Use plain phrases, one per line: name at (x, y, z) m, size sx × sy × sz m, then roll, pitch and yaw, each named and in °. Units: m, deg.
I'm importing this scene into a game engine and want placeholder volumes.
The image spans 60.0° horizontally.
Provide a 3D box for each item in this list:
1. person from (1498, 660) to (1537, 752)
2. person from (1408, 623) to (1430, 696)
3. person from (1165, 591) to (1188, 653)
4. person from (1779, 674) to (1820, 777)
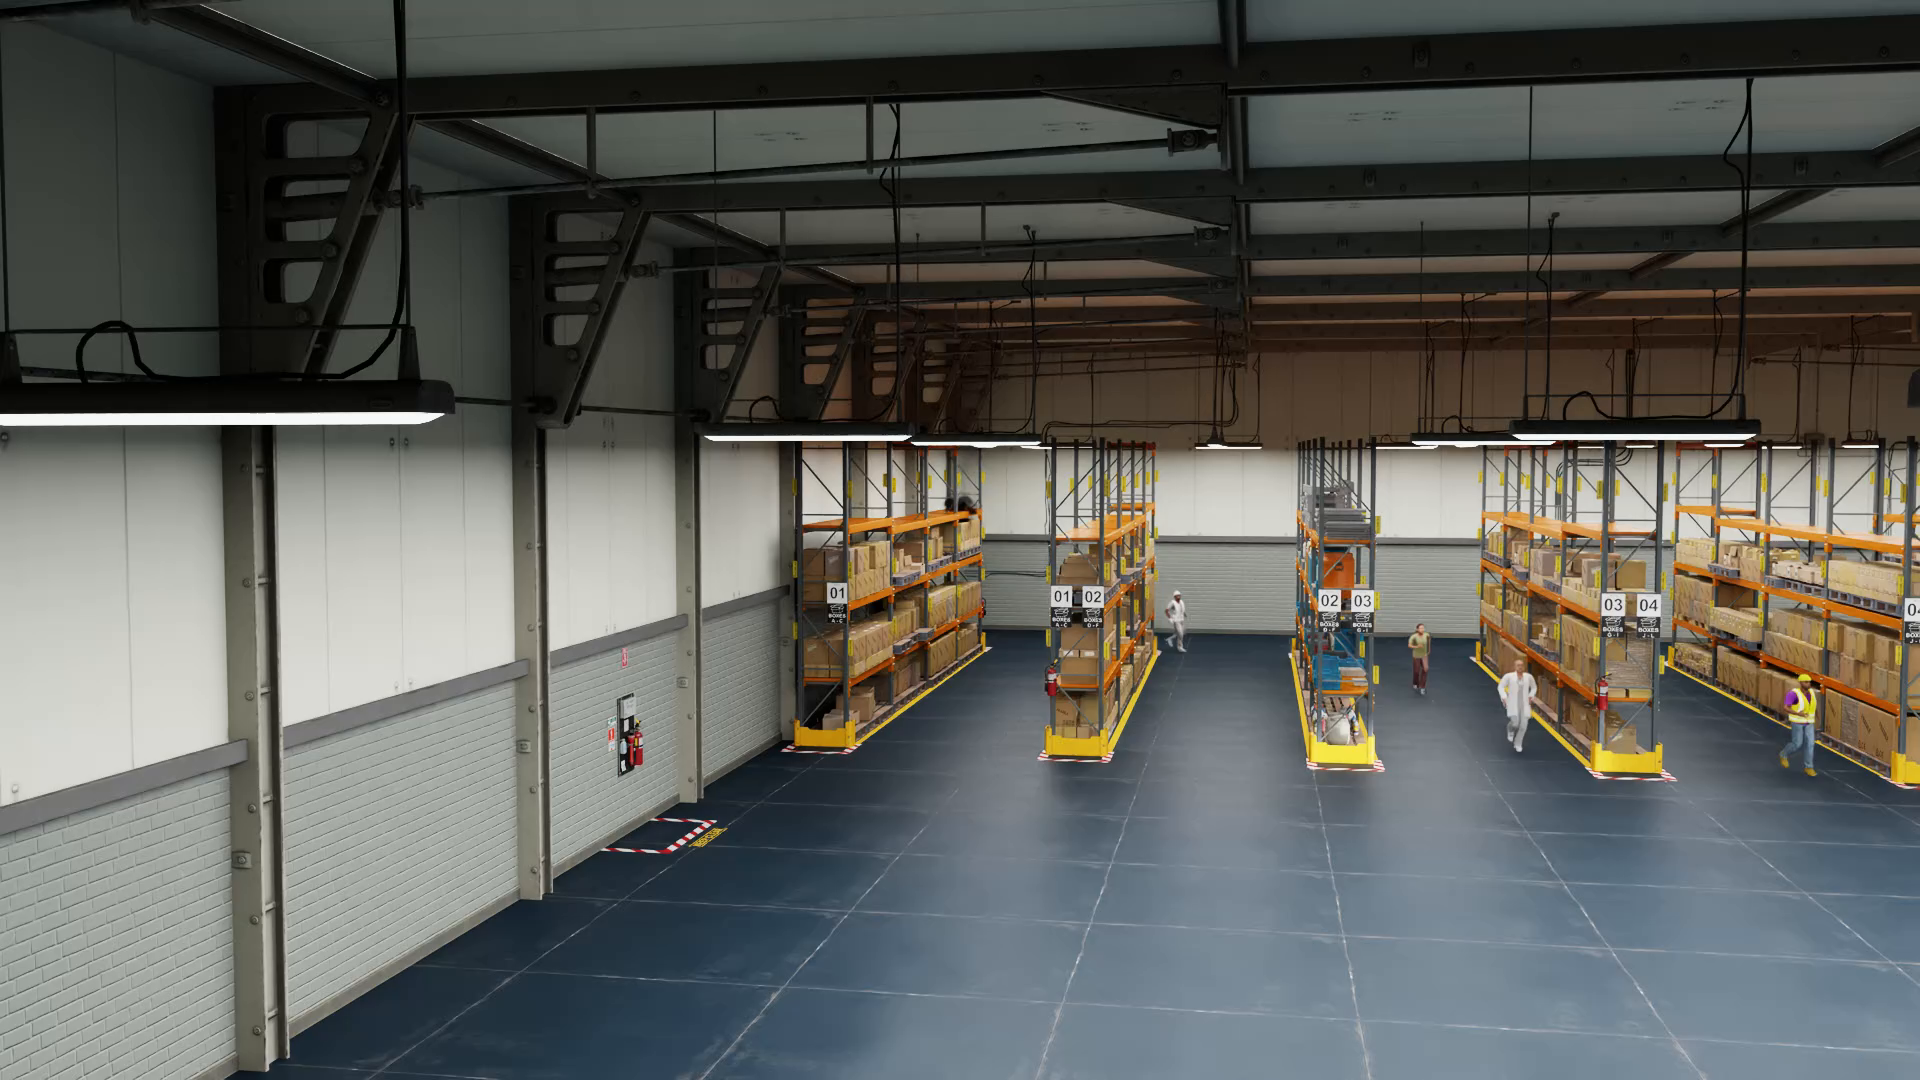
person at (10.741, 3.183, 31.999) m, size 0.723 × 1.738 × 0.634 m, roll 0°, pitch 3°, yaw 6°
person at (10.895, 2.807, 39.469) m, size 0.599 × 1.701 × 0.821 m, roll 0°, pitch 3°, yaw -2°
person at (6.216, 2.333, 47.670) m, size 0.731 × 1.753 × 0.723 m, roll 3°, pitch 4°, yaw 44°
person at (15.014, 3.269, 29.679) m, size 0.725 × 1.781 × 0.858 m, roll -1°, pitch 3°, yaw -10°
